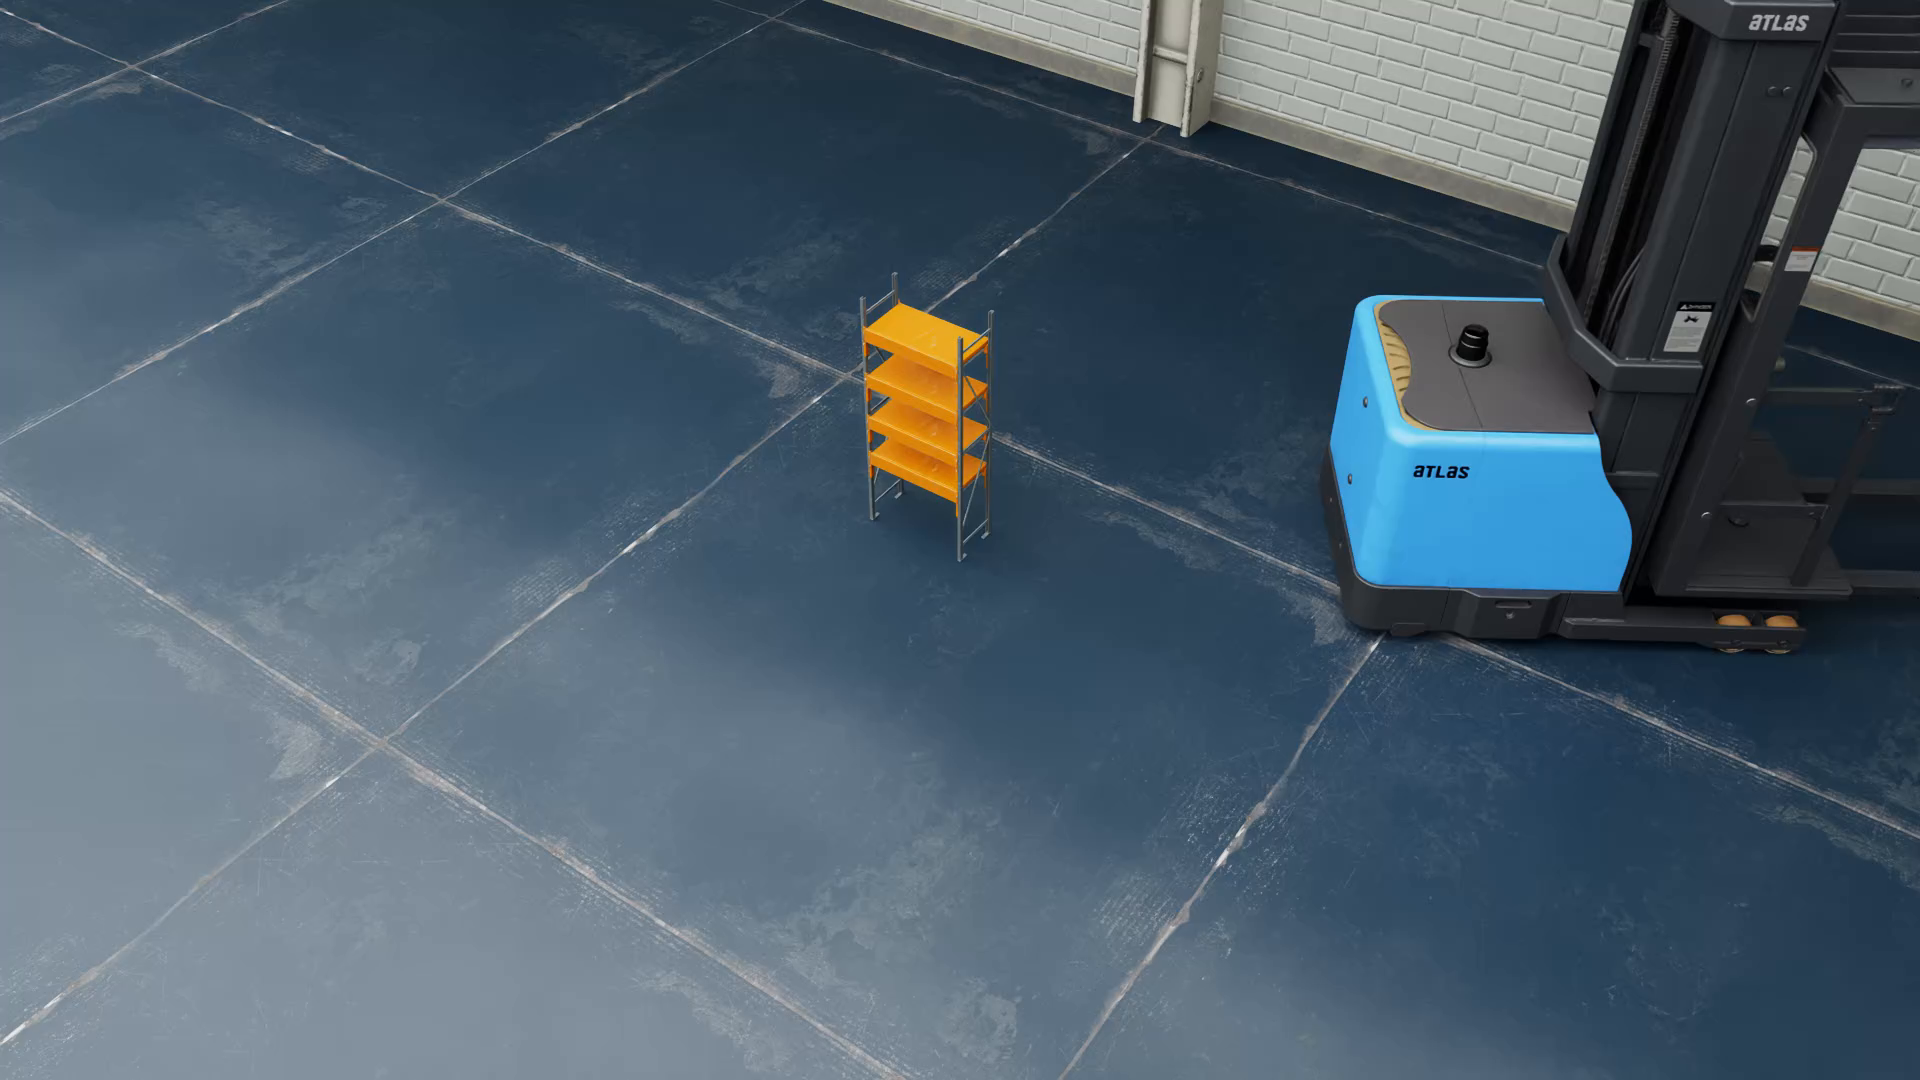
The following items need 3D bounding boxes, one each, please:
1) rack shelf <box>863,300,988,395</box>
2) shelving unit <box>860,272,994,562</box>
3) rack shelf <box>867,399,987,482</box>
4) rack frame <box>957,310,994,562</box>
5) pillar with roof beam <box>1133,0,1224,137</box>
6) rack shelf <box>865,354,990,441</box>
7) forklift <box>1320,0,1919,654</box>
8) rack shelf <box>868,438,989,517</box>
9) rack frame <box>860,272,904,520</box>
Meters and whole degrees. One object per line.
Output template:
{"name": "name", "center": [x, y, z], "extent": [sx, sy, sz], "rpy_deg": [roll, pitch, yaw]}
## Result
{"name": "rack shelf", "center": [-0.136, -0.803, 6.907], "extent": [0.480, 0.148, 0.258], "rpy_deg": [25, 48, 25]}
{"name": "shelving unit", "center": [-0.136, -0.511, 7.169], "extent": [0.503, 1.200, 0.258], "rpy_deg": [25, 48, 25]}
{"name": "rack shelf", "center": [-0.136, -0.460, 7.214], "extent": [0.480, 0.148, 0.258], "rpy_deg": [25, 48, 25]}
{"name": "rack frame", "center": [0.064, -0.417, 7.065], "extent": [0.015, 1.200, 0.240], "rpy_deg": [25, 48, 25]}
{"name": "pillar with roof beam", "center": [-1.139, -3.649, 4.828], "extent": [0.400, 9.000, 9.100], "rpy_deg": [25, 48, 25]}
{"name": "rack shelf", "center": [-0.136, -0.627, 7.065], "extent": [0.480, 0.148, 0.258], "rpy_deg": [25, 48, 25]}
{"name": "forklift", "center": [3.159, -0.980, 6.395], "extent": [3.031, 2.935, 1.130], "rpy_deg": [1, 42, 2]}
{"name": "rack shelf", "center": [-0.136, -0.312, 7.346], "extent": [0.480, 0.148, 0.258], "rpy_deg": [25, 48, 25]}
{"name": "rack frame", "center": [-0.335, -0.604, 7.273], "extent": [0.015, 1.200, 0.240], "rpy_deg": [25, 48, 25]}
